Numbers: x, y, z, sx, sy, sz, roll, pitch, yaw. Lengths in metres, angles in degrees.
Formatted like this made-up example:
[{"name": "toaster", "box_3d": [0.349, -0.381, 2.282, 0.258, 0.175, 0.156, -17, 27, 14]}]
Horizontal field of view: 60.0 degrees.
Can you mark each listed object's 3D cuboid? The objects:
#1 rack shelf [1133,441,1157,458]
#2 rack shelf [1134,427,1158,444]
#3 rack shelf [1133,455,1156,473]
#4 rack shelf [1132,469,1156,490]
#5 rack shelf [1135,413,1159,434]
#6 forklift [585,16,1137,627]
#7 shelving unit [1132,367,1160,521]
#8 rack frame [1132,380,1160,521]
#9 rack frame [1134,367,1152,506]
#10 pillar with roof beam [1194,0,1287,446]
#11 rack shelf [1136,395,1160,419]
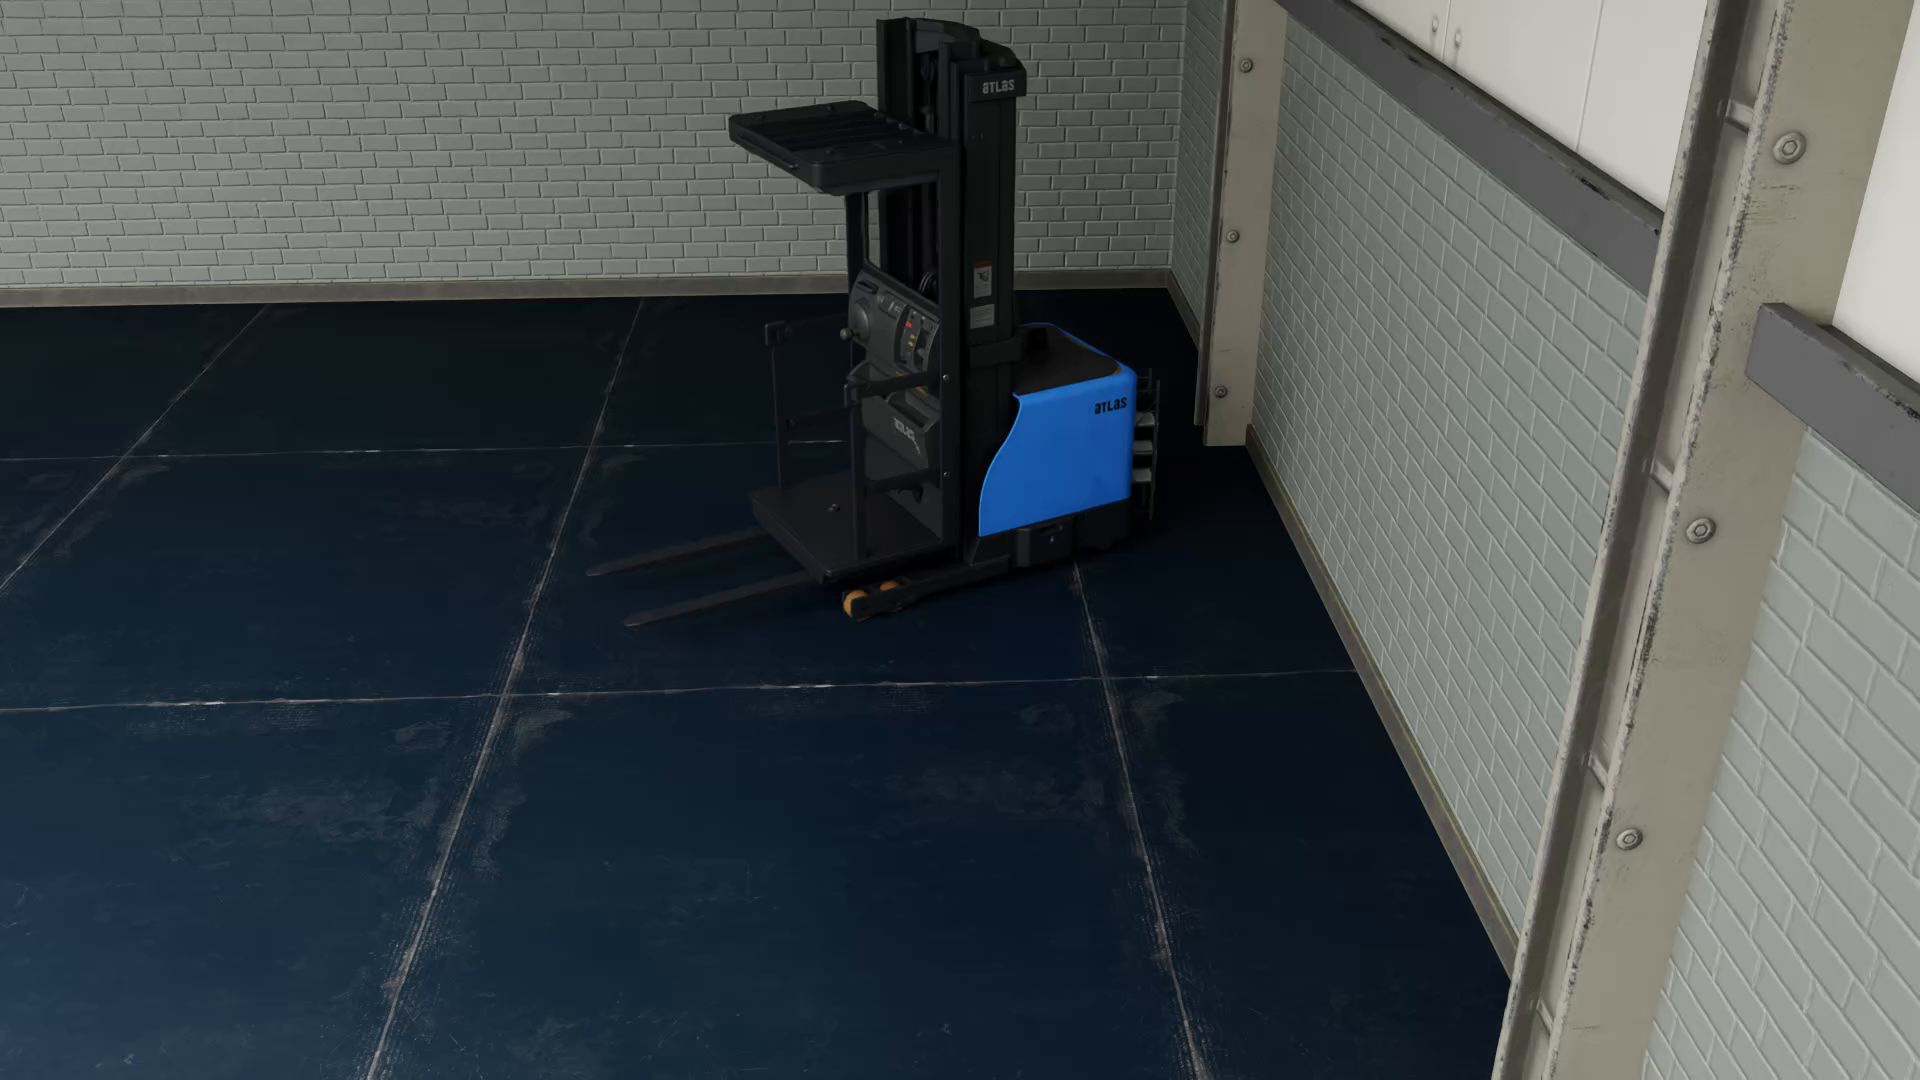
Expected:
[{"name": "rack shelf", "box_3d": [1.021, -0.530, 9.862, 0.258, 0.077, 0.200, -3, 27, -6]}, {"name": "rack shelf", "box_3d": [1.021, -0.610, 9.821, 0.258, 0.077, 0.200, -3, 27, -6]}, {"name": "rack shelf", "box_3d": [1.021, -0.449, 9.903, 0.258, 0.077, 0.200, -3, 27, -6]}, {"name": "rack shelf", "box_3d": [1.022, -0.369, 9.943, 0.258, 0.077, 0.200, -3, 27, -6]}, {"name": "rack shelf", "box_3d": [1.021, -0.690, 9.780, 0.258, 0.077, 0.200, -3, 27, -6]}, {"name": "forklift", "box_3d": [-0.536, -1.143, 8.771, 3.031, 2.935, 1.130, -15, 31, -26]}, {"name": "shelving unit", "box_3d": [1.021, -0.559, 9.847, 0.258, 0.900, 0.210, -3, 27, -6]}, {"name": "rack frame", "box_3d": [1.034, -0.514, 9.757, 0.240, 0.900, 0.006, -3, 27, -6]}, {"name": "rack frame", "box_3d": [1.009, -0.605, 9.937, 0.240, 0.900, 0.006, -3, 27, -6]}, {"name": "pillar with roof beam", "box_3d": [-2.550, -4.600, 8.838, 9.100, 9.000, 0.400, -1, 28, -3]}, {"name": "rack shelf", "box_3d": [1.021, -0.770, 9.740, 0.258, 0.077, 0.200, -3, 27, -6]}]
